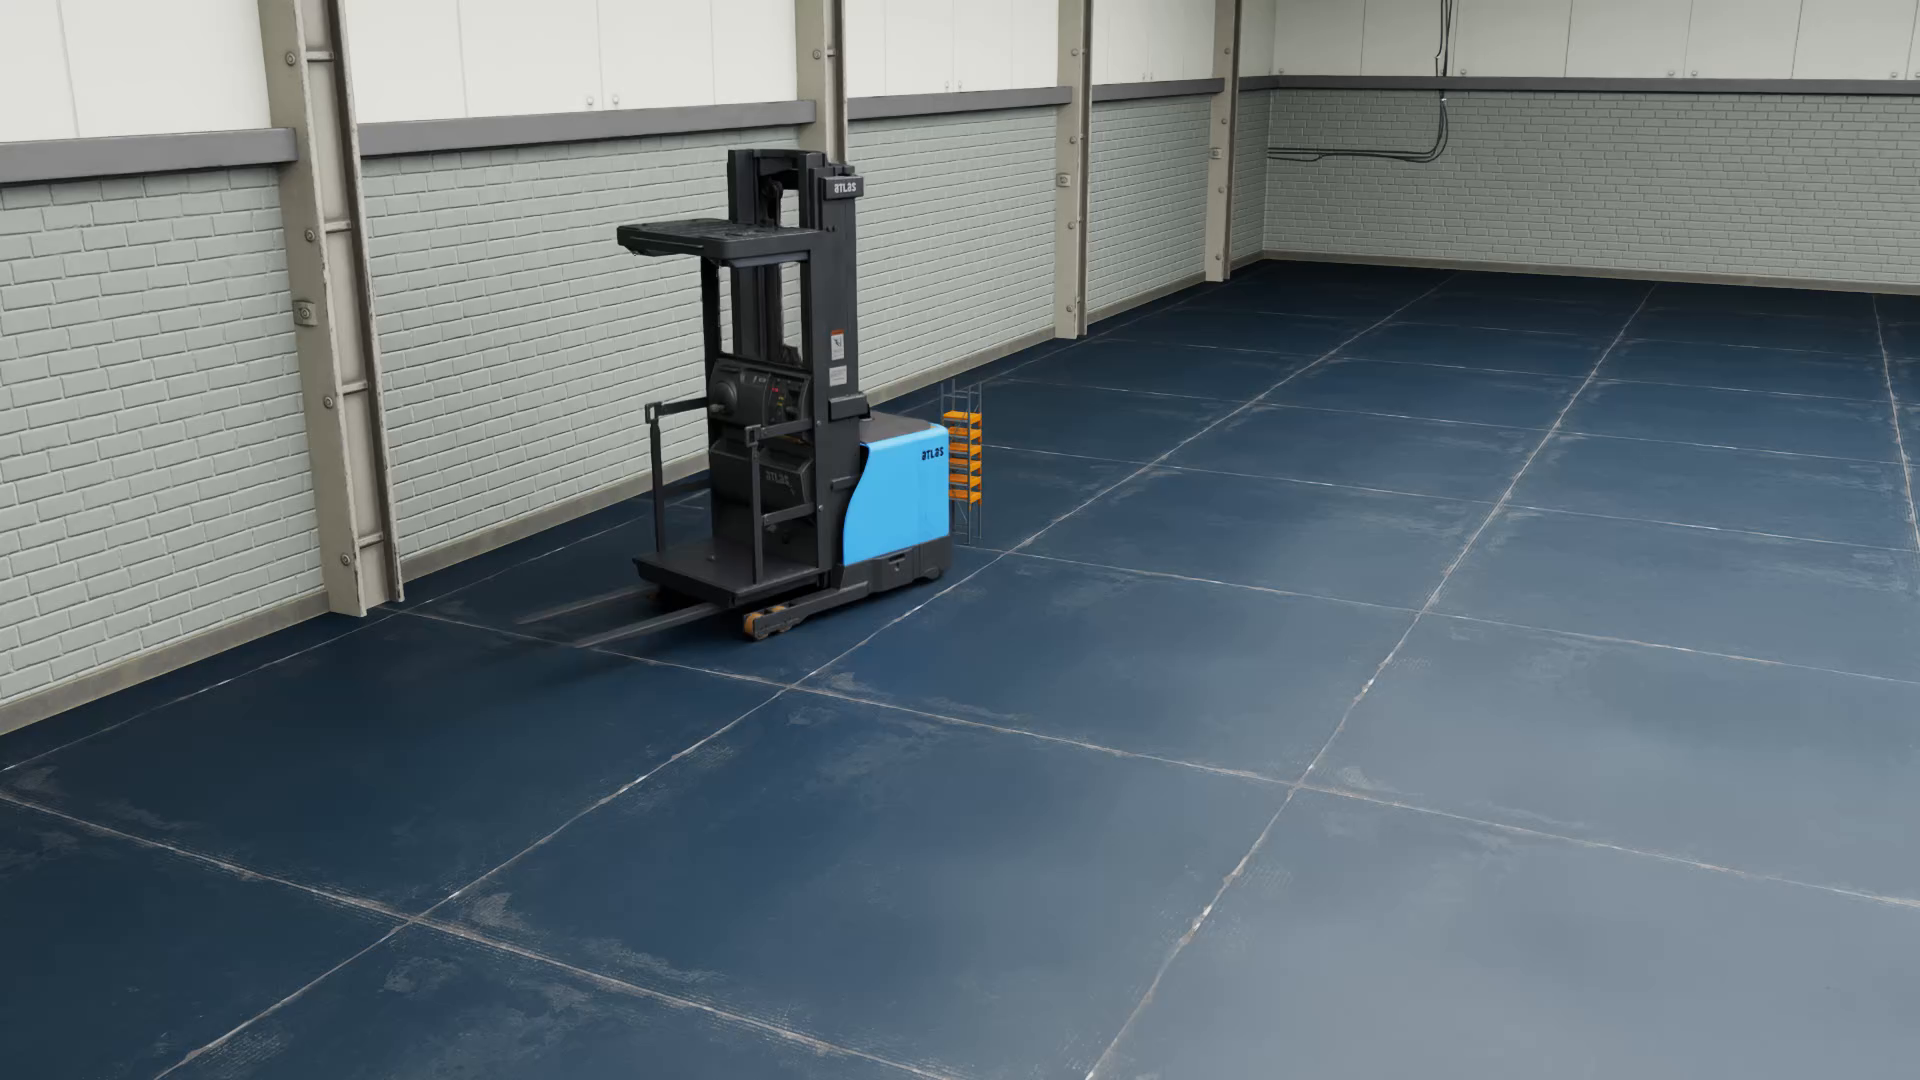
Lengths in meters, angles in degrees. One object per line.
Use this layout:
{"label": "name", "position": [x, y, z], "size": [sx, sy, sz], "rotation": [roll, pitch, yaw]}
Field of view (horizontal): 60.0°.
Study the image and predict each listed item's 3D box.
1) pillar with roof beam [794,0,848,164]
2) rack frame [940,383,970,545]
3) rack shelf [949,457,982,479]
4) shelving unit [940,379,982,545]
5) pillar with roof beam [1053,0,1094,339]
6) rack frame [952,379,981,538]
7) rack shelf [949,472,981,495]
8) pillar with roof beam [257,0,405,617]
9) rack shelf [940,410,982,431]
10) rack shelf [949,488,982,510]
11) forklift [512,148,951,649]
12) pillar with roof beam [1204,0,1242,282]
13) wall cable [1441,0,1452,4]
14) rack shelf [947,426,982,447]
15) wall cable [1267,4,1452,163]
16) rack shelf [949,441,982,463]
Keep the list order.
{"label": "pillar with roof beam", "position": [2.580, -4.861, 13.087], "size": [9.100, 9.000, 0.400], "rotation": [8, 18, 25]}
{"label": "rack frame", "position": [-0.034, -0.556, 12.287], "size": [0.240, 1.200, 0.006], "rotation": [8, 18, 25]}
{"label": "rack shelf", "position": [0.006, -0.536, 12.379], "size": [0.258, 0.103, 0.180], "rotation": [8, 18, 25]}
{"label": "shelving unit", "position": [0.006, -0.579, 12.366], "size": [0.258, 1.200, 0.189], "rotation": [8, 18, 25]}
{"label": "pillar with roof beam", "position": [5.261, -6.390, 18.233], "size": [9.100, 9.000, 0.400], "rotation": [8, 18, 25]}
{"label": "rack frame", "position": [0.047, -0.602, 12.444], "size": [0.240, 1.200, 0.006], "rotation": [8, 18, 25]}
{"label": "rack shelf", "position": [0.006, -0.421, 12.413], "size": [0.258, 0.103, 0.180], "rotation": [8, 18, 25]}
{"label": "pillar with roof beam", "position": [-0.101, -3.333, 7.942], "size": [9.100, 9.000, 0.400], "rotation": [8, 18, 25]}
{"label": "rack shelf", "position": [0.006, -0.881, 12.276], "size": [0.258, 0.103, 0.180], "rotation": [8, 18, 25]}
{"label": "rack shelf", "position": [0.006, -0.306, 12.447], "size": [0.258, 0.103, 0.180], "rotation": [8, 18, 25]}
{"label": "forklift", "position": [-1.437, -0.944, 10.556], "size": [1.130, 2.935, 3.031], "rotation": [15, 22, 41]}
{"label": "pillar with roof beam", "position": [7.942, -7.918, 23.378], "size": [9.100, 9.000, 0.400], "rotation": [8, 18, 25]}
{"label": "wall cable", "position": [9.010, -9.636, 25.747], "size": [3.097, 2.526, 0.112], "rotation": [8, 18, 25]}
{"label": "rack shelf", "position": [0.006, -0.766, 12.310], "size": [0.258, 0.103, 0.180], "rotation": [8, 18, 25]}
{"label": "wall cable", "position": [6.590, -7.559, 27.624], "size": [3.097, 2.526, 0.112], "rotation": [8, 18, 25]}
{"label": "rack shelf", "position": [0.006, -0.651, 12.344], "size": [0.258, 0.103, 0.180], "rotation": [8, 18, 25]}
